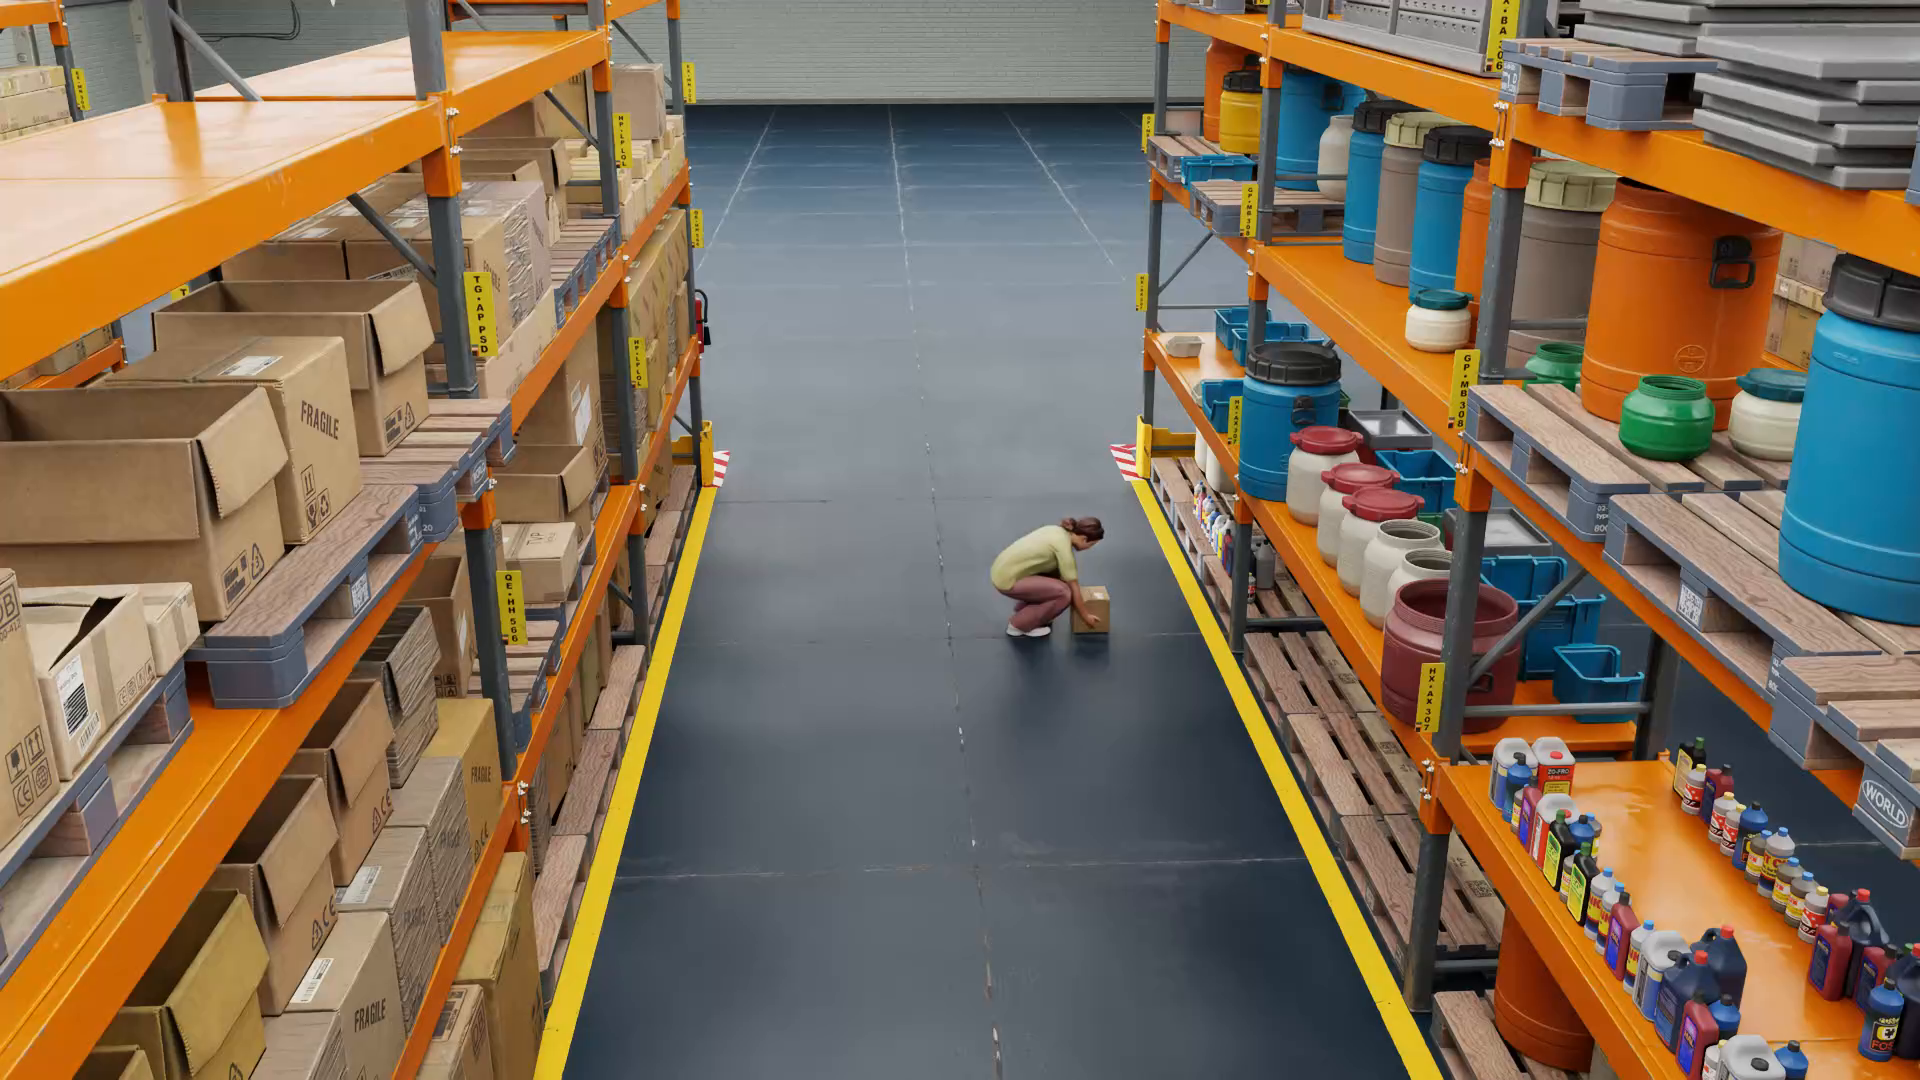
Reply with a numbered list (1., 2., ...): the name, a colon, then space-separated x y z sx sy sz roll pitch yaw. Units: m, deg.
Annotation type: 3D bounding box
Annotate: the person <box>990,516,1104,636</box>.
1. person: 0.610 0.241 11.678 0.801 0.810 0.485 -1 20 -3
